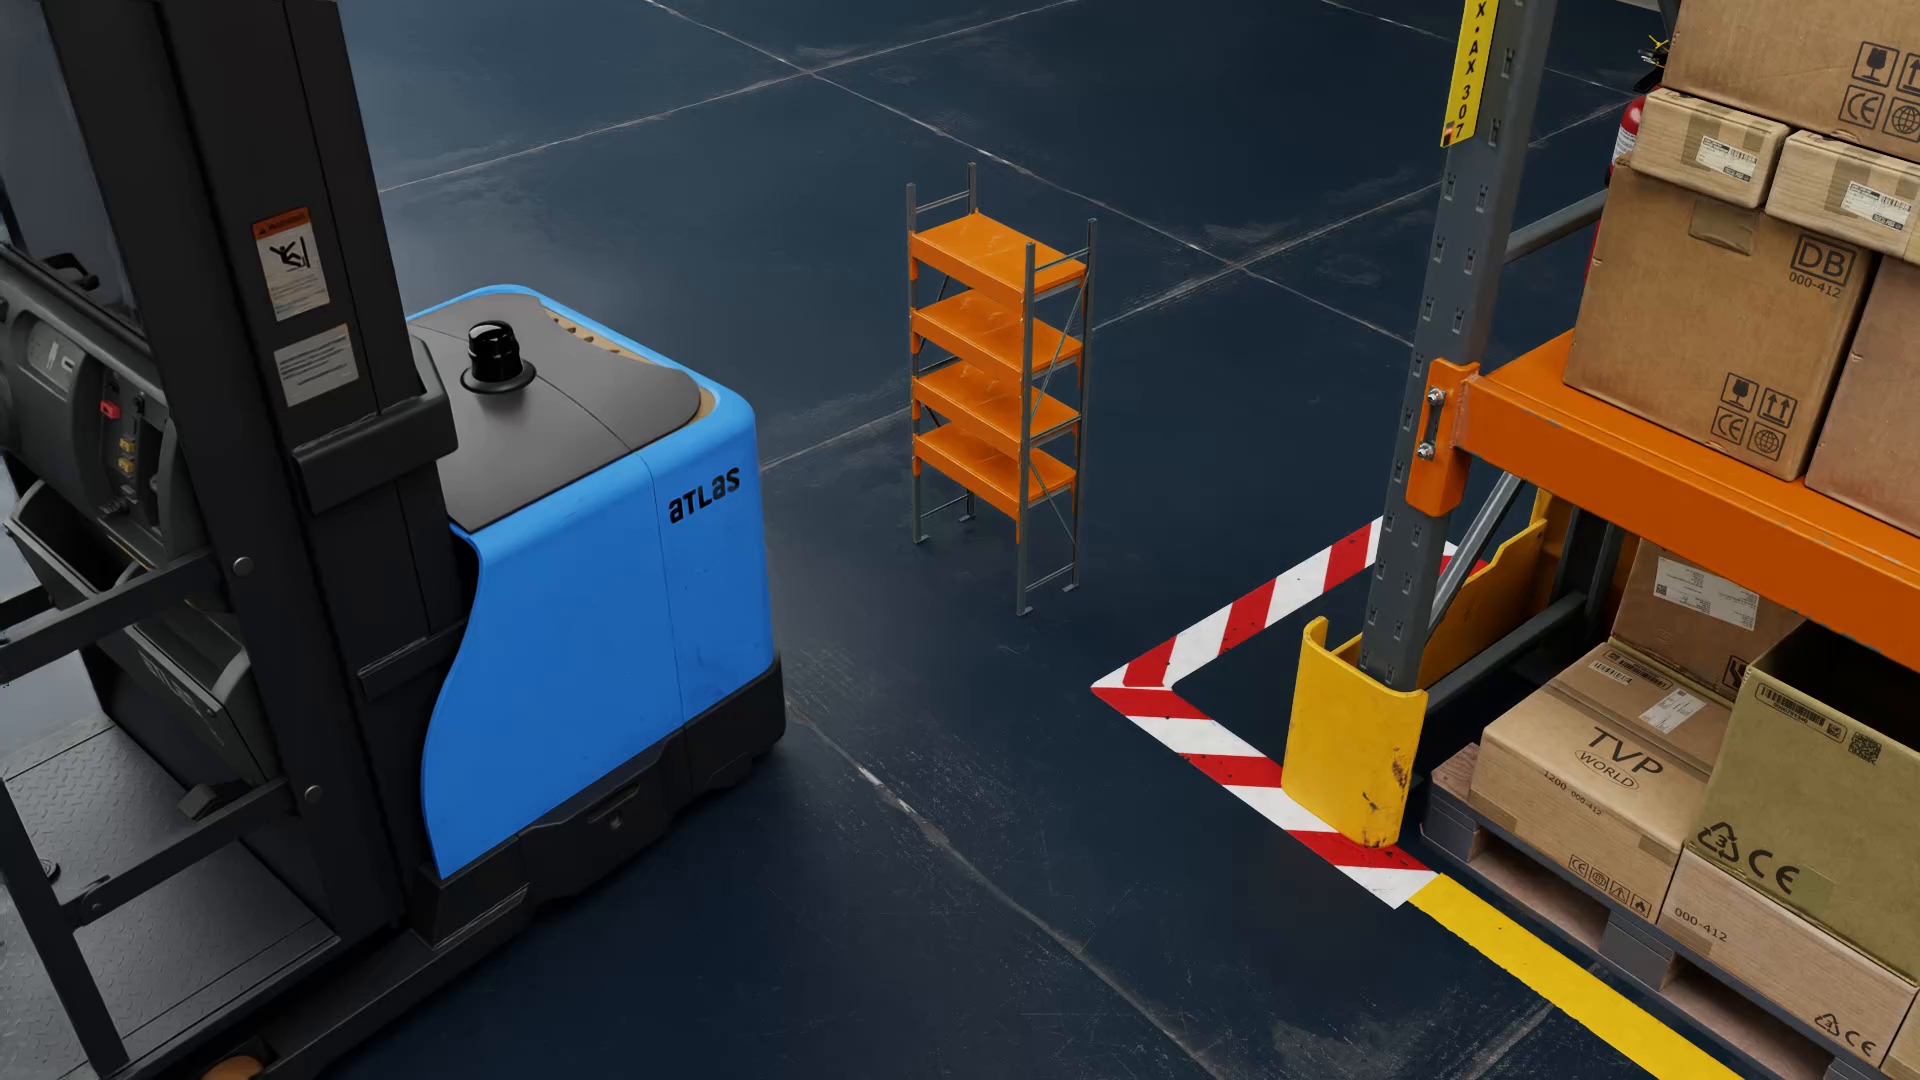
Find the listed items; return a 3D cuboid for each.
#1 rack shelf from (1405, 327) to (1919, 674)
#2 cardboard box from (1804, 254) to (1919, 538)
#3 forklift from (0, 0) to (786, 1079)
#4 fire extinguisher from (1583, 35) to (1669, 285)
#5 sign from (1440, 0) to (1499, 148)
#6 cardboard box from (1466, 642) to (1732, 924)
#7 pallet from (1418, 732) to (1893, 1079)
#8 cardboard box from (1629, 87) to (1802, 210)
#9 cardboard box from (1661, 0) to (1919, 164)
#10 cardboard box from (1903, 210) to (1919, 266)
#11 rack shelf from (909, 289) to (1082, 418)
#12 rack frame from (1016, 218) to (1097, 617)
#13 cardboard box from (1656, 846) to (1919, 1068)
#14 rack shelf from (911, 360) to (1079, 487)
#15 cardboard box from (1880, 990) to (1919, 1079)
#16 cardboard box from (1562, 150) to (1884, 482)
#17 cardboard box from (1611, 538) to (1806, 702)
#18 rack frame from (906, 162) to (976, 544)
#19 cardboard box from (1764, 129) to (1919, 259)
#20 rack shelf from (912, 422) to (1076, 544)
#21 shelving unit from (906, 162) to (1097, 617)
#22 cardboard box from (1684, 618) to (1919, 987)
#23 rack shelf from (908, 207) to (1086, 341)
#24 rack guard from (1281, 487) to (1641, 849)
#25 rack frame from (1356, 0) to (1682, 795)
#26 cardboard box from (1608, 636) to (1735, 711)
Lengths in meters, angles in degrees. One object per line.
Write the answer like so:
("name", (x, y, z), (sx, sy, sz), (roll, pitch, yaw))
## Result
("rack shelf", (2.675, 0.458, 2.631), (1.077, 0.370, 4.000), (-26, 43, -32))
("cardboard box", (2.019, -0.319, 3.018), (0.700, 0.500, 0.500), (-25, 42, -31))
("forklift", (-1.822, -0.196, 2.991), (1.130, 2.935, 3.031), (27, 44, 33))
("fire extinguisher", (1.663, -0.913, 4.010), (0.296, 0.674, 0.183), (-26, 43, -32))
("sign", (0.957, -0.900, 3.108), (0.100, 0.325, 0.005), (-26, 43, -32))
("cardboard box", (1.561, 0.552, 3.892), (0.500, 0.250, 0.500), (-26, 43, -32))
("pallet", (1.910, 0.741, 4.021), (1.003, 0.211, 1.213), (-26, 43, -32))
("cardboard box", (1.474, -0.771, 3.095), (0.380, 0.149, 0.250), (-26, 43, -32))
("cardboard box", (1.710, -1.055, 2.935), (0.700, 0.500, 0.500), (-26, 43, -32))
("cardboard box", (1.806, -0.545, 2.776), (0.380, 0.149, 0.250), (-26, 43, -32))
("rack shelf", (0.107, -0.544, 4.710), (0.258, 0.148, 0.480), (-26, 43, -32))
("rack frame", (0.264, -0.309, 4.648), (0.240, 1.200, 0.015), (-26, 43, -32))
("cardboard box", (1.886, 0.771, 3.582), (0.500, 0.250, 0.500), (-26, 43, -32))
("rack shelf", (0.107, -0.362, 4.839), (0.258, 0.148, 0.480), (-26, 43, -32))
("cardboard box", (2.209, 0.992, 3.270), (0.500, 0.250, 0.500), (-26, 43, -32))
("cardboard box", (1.676, -0.549, 3.343), (0.700, 0.500, 0.500), (-26, 43, -32))
("cardboard box", (1.958, 0.052, 3.949), (0.500, 0.500, 0.500), (-26, 43, -32))
("rack frame", (-0.051, -0.524, 4.952), (0.240, 1.200, 0.015), (-26, 43, -32))
("cardboard box", (1.646, -0.655, 2.932), (0.380, 0.149, 0.250), (-27, 43, -33))
("rack shelf", (0.107, -0.200, 4.954), (0.258, 0.148, 0.480), (-26, 43, -32))
("shelving unit", (0.107, -0.417, 4.800), (0.258, 1.200, 0.503), (-26, 43, -32))
("cardboard box", (1.885, 0.466, 3.364), (0.500, 0.500, 0.500), (-26, 43, -32))
("rack shelf", (0.107, -0.737, 4.573), (0.258, 0.148, 0.480), (-26, 43, -32))
("rack guard", (1.369, 0.291, 4.407), (1.175, 0.500, 0.348), (-26, 43, -32))
("rack frame", (1.385, -0.719, 3.670), (1.000, 3.000, 0.127), (-26, 43, -32))
("cardboard box", (1.957, 0.358, 4.164), (0.500, 0.250, 0.500), (-26, 43, -32))
